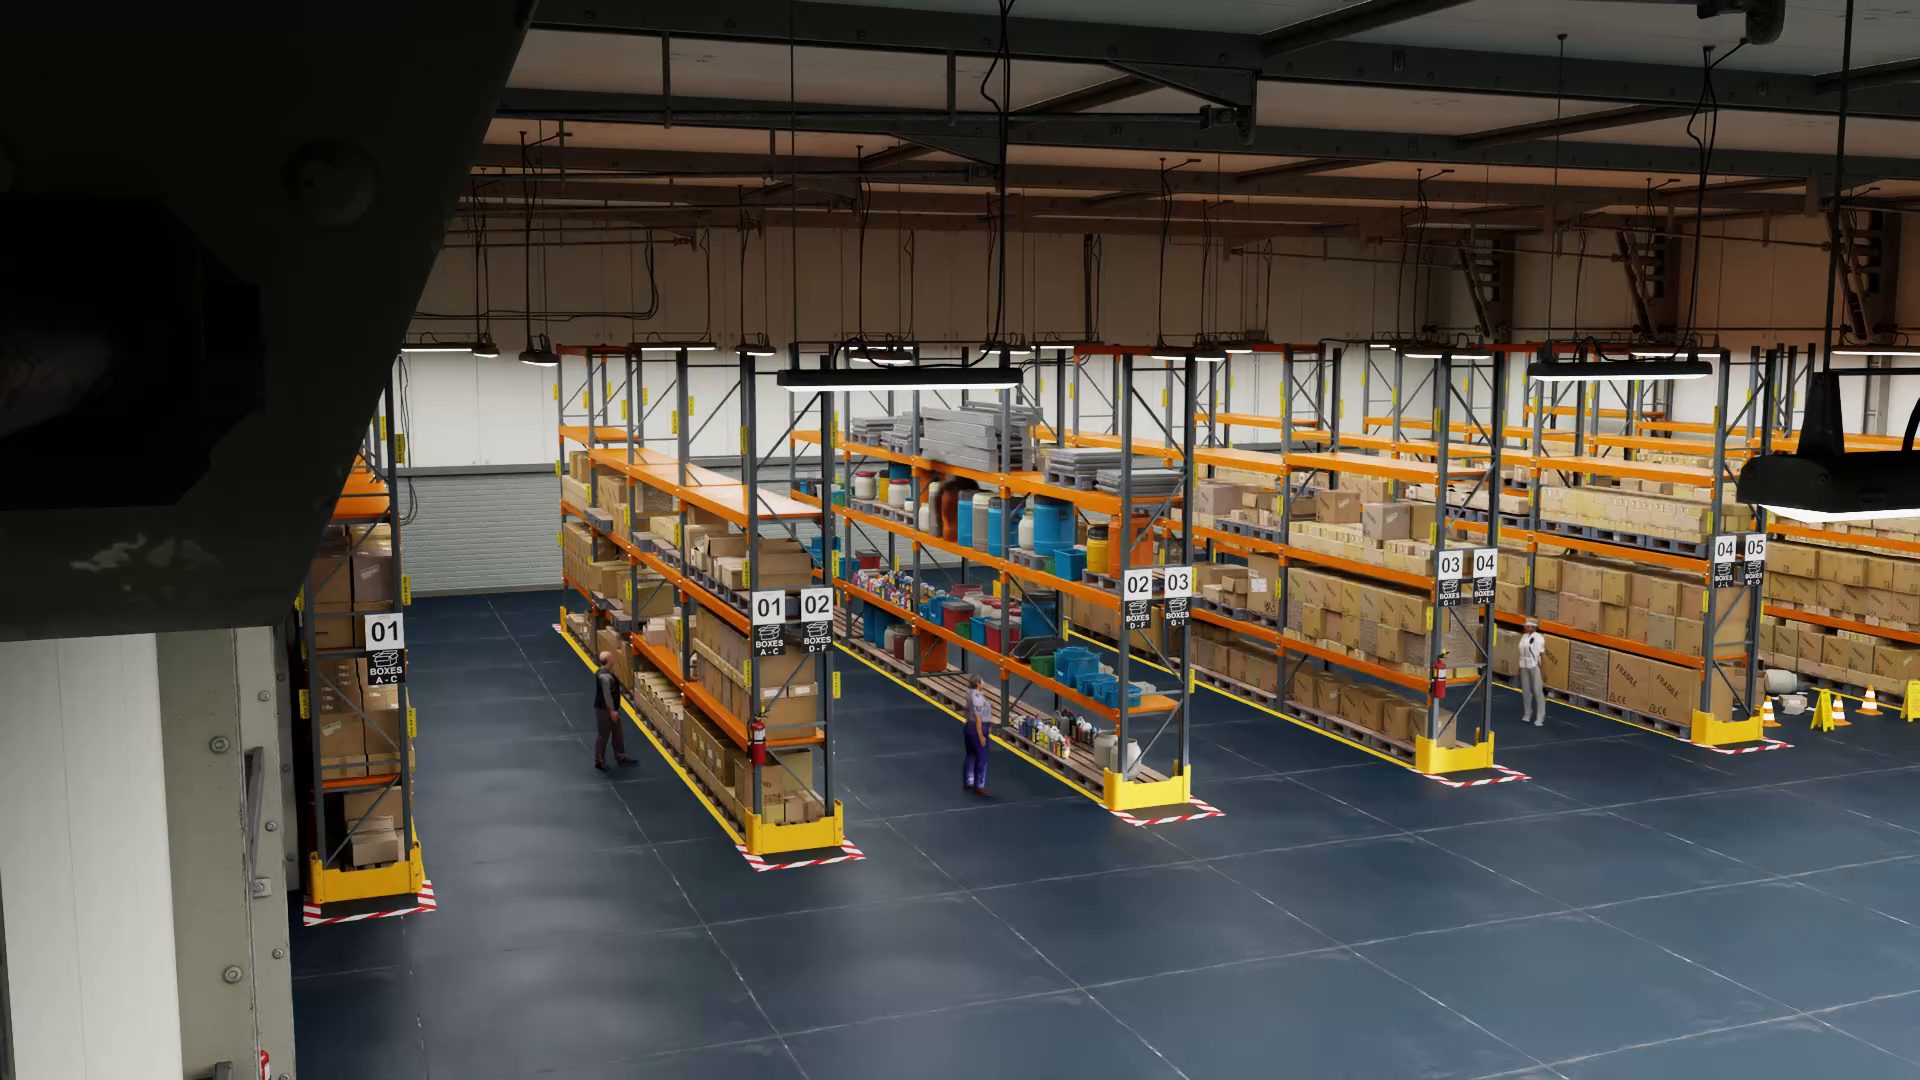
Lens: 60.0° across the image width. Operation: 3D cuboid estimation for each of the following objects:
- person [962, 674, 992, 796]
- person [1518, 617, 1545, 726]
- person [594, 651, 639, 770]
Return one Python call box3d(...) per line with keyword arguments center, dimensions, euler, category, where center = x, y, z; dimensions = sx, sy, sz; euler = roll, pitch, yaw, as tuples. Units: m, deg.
box3d(center=(0.238, 2.642, 22.761), dimensions=(0.346, 1.657, 0.567), euler=(-3, 8, -19), category="person")
box3d(center=(9.232, 2.101, 26.817), dimensions=(0.415, 1.705, 0.569), euler=(-5, 9, -37), category="person")
box3d(center=(-5.005, 2.446, 23.993), dimensions=(0.577, 1.715, 0.573), euler=(1, 7, 4), category="person")
